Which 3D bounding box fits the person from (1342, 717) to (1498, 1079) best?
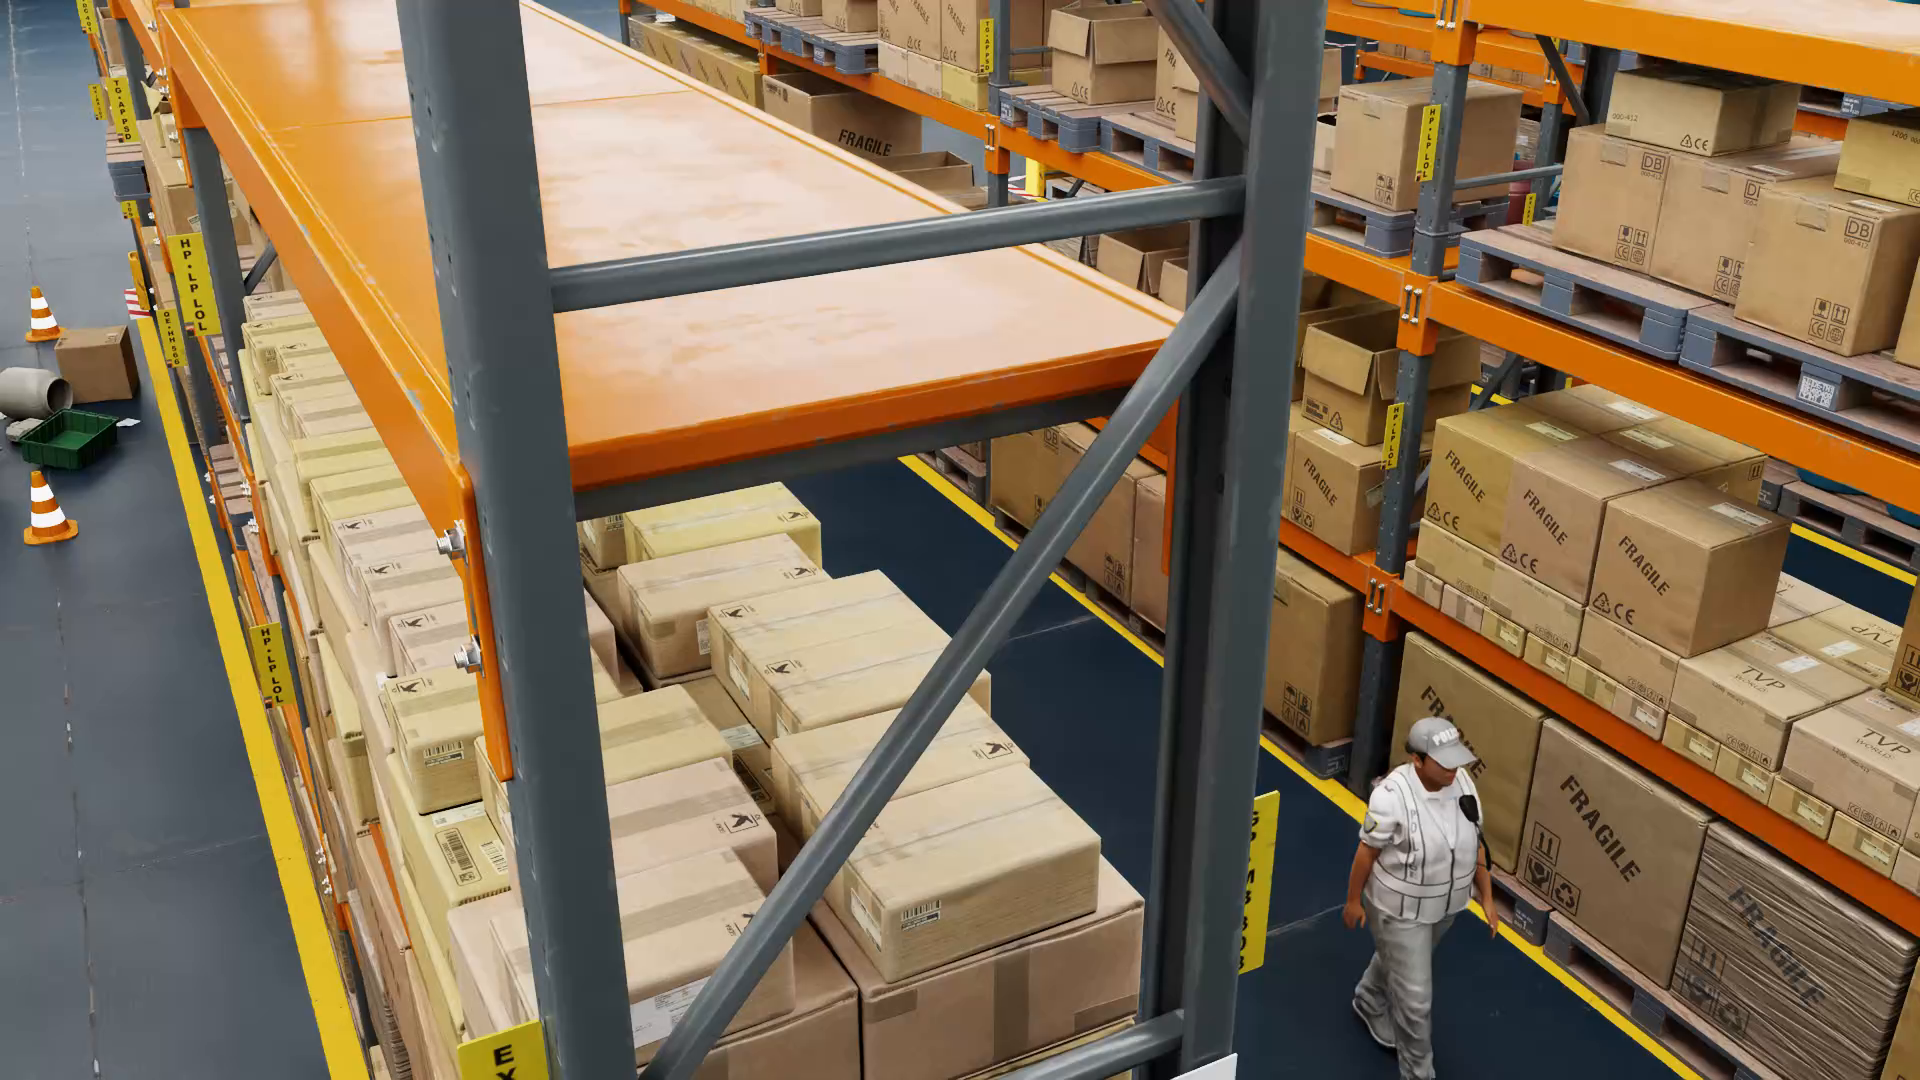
[{"bbox_3d":[1.861,1.474,6.563,0.516,1.680,0.794,-12,28,-24],"label":"person"}]
